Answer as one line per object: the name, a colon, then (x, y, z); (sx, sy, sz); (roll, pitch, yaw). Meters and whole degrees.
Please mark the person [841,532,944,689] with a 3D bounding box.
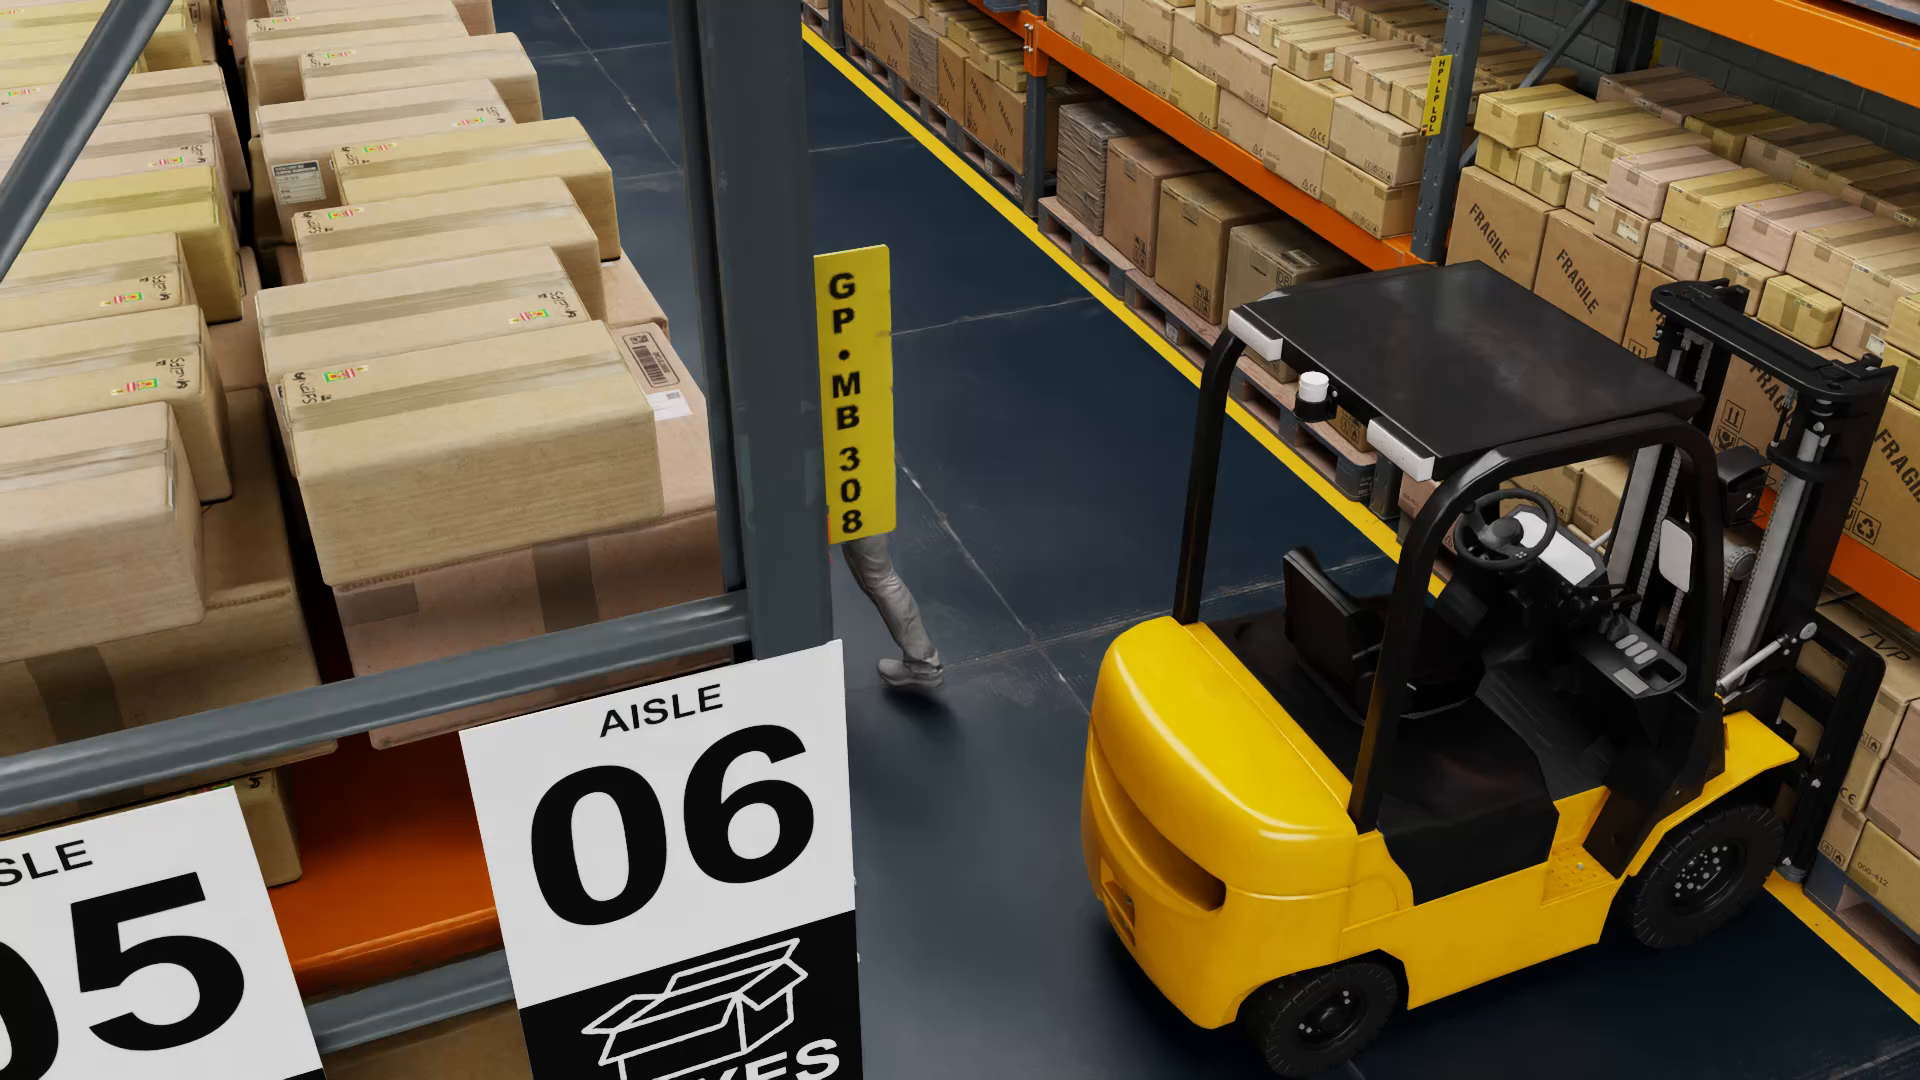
person: (-0.498, -0.220, 6.486); (1.029, 1.729, 0.552); (23, 40, 31)
